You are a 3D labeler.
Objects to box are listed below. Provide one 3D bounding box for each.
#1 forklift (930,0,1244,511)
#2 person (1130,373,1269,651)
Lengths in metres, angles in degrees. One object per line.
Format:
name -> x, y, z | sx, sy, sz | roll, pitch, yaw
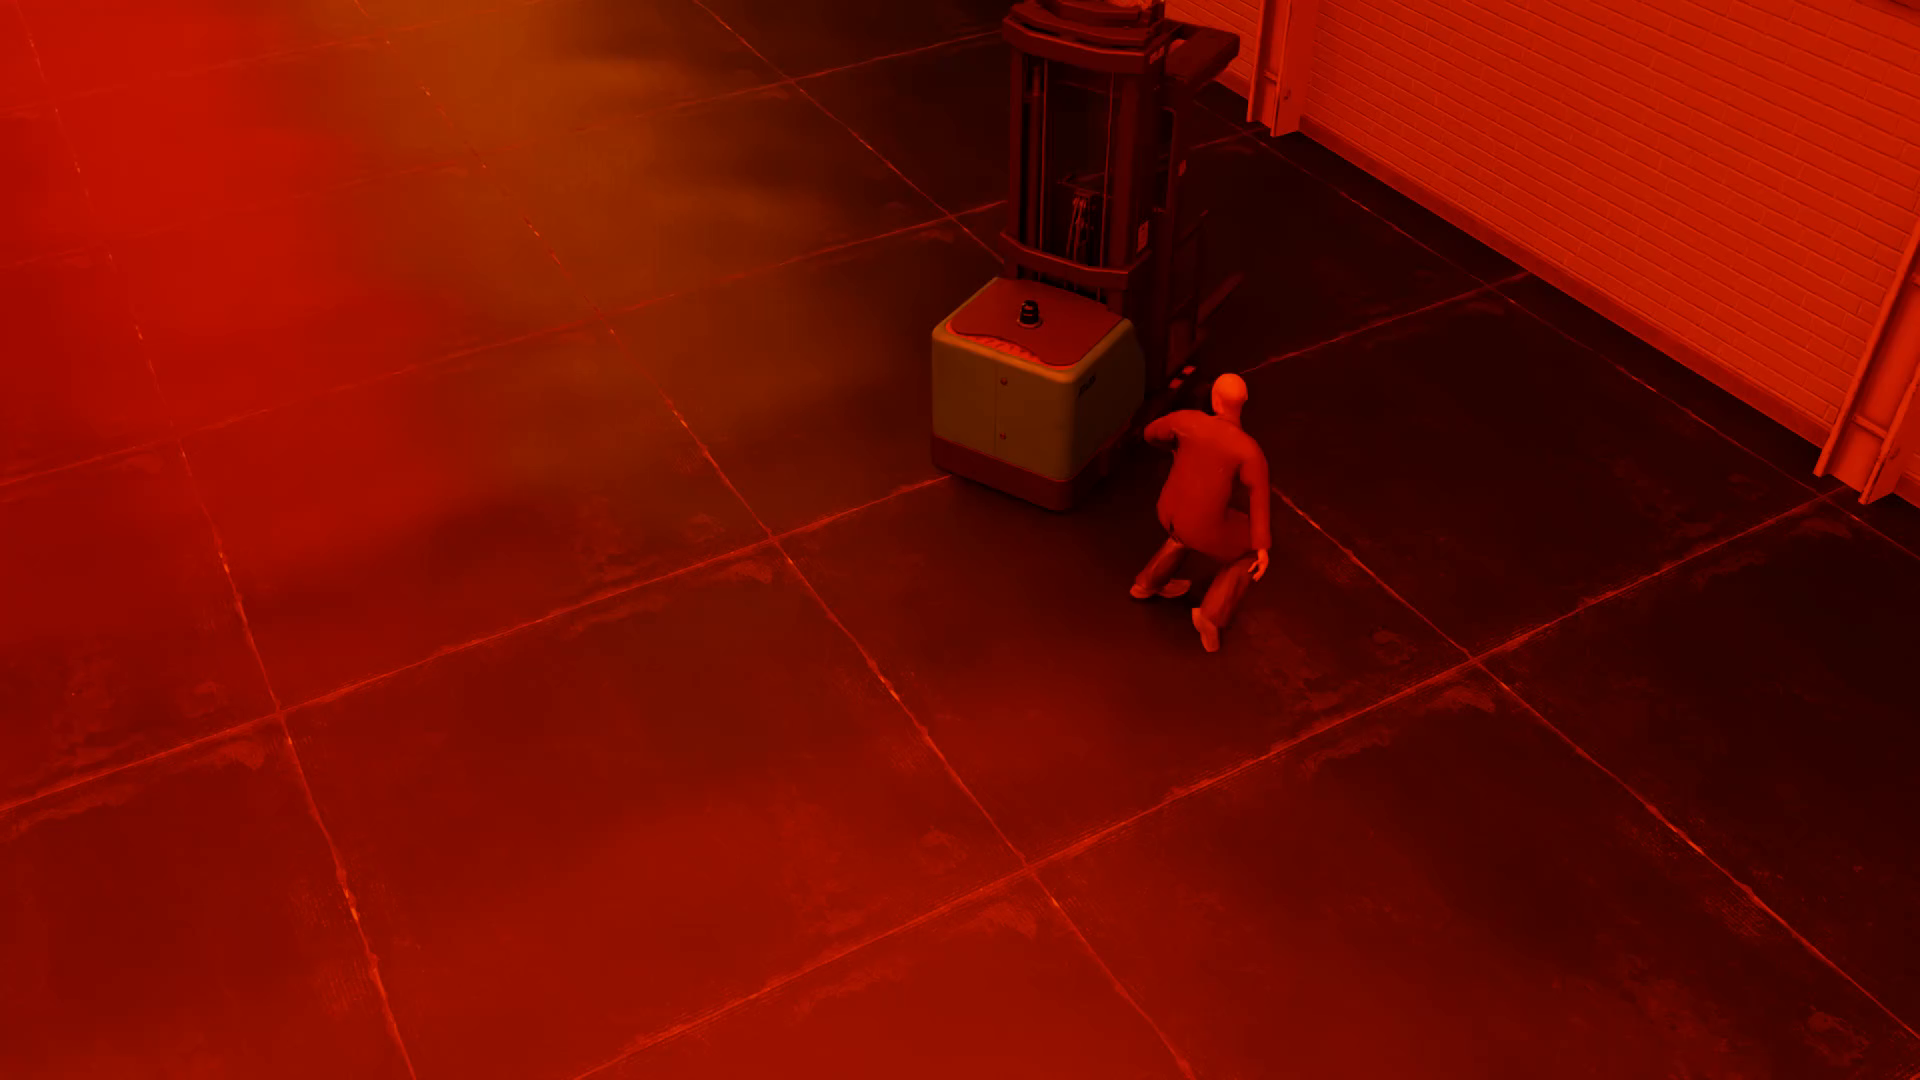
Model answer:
forklift -> 1.022, -2.198, 10.736 | 1.129, 2.867, 3.031 | 22, 44, 24
person -> 1.418, -0.136, 9.309 | 0.509, 1.670, 1.034 | -28, 47, -30
